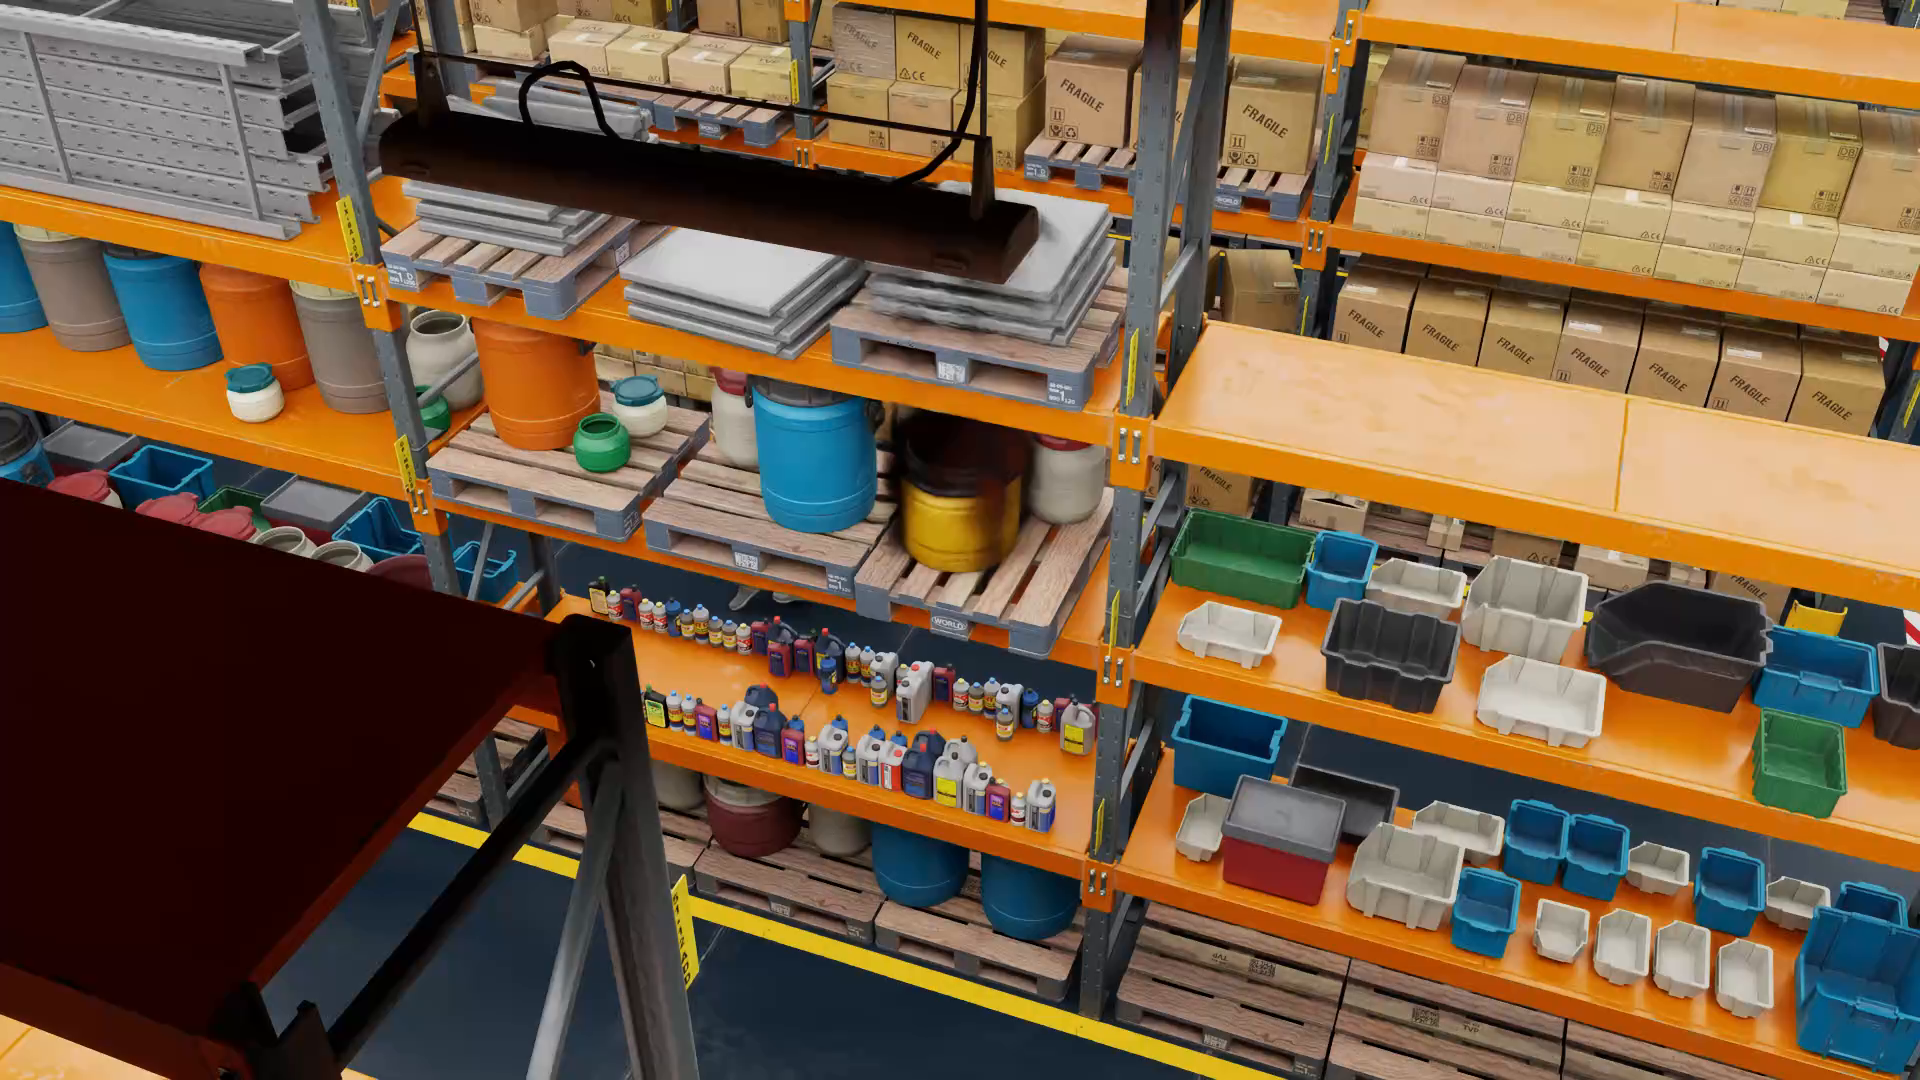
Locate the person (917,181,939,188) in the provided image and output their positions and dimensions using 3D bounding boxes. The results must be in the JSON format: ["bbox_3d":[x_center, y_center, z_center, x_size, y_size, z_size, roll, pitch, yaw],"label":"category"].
[{"bbox_3d":[-0.192,-2.646,15.595,0.627,1.663,0.761,-23,42,-27],"label":"person"}]

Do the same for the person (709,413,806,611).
[{"bbox_3d":[-1.582,-0.206,12.297,0.872,1.612,0.525,7,37,10],"label":"person"}]
